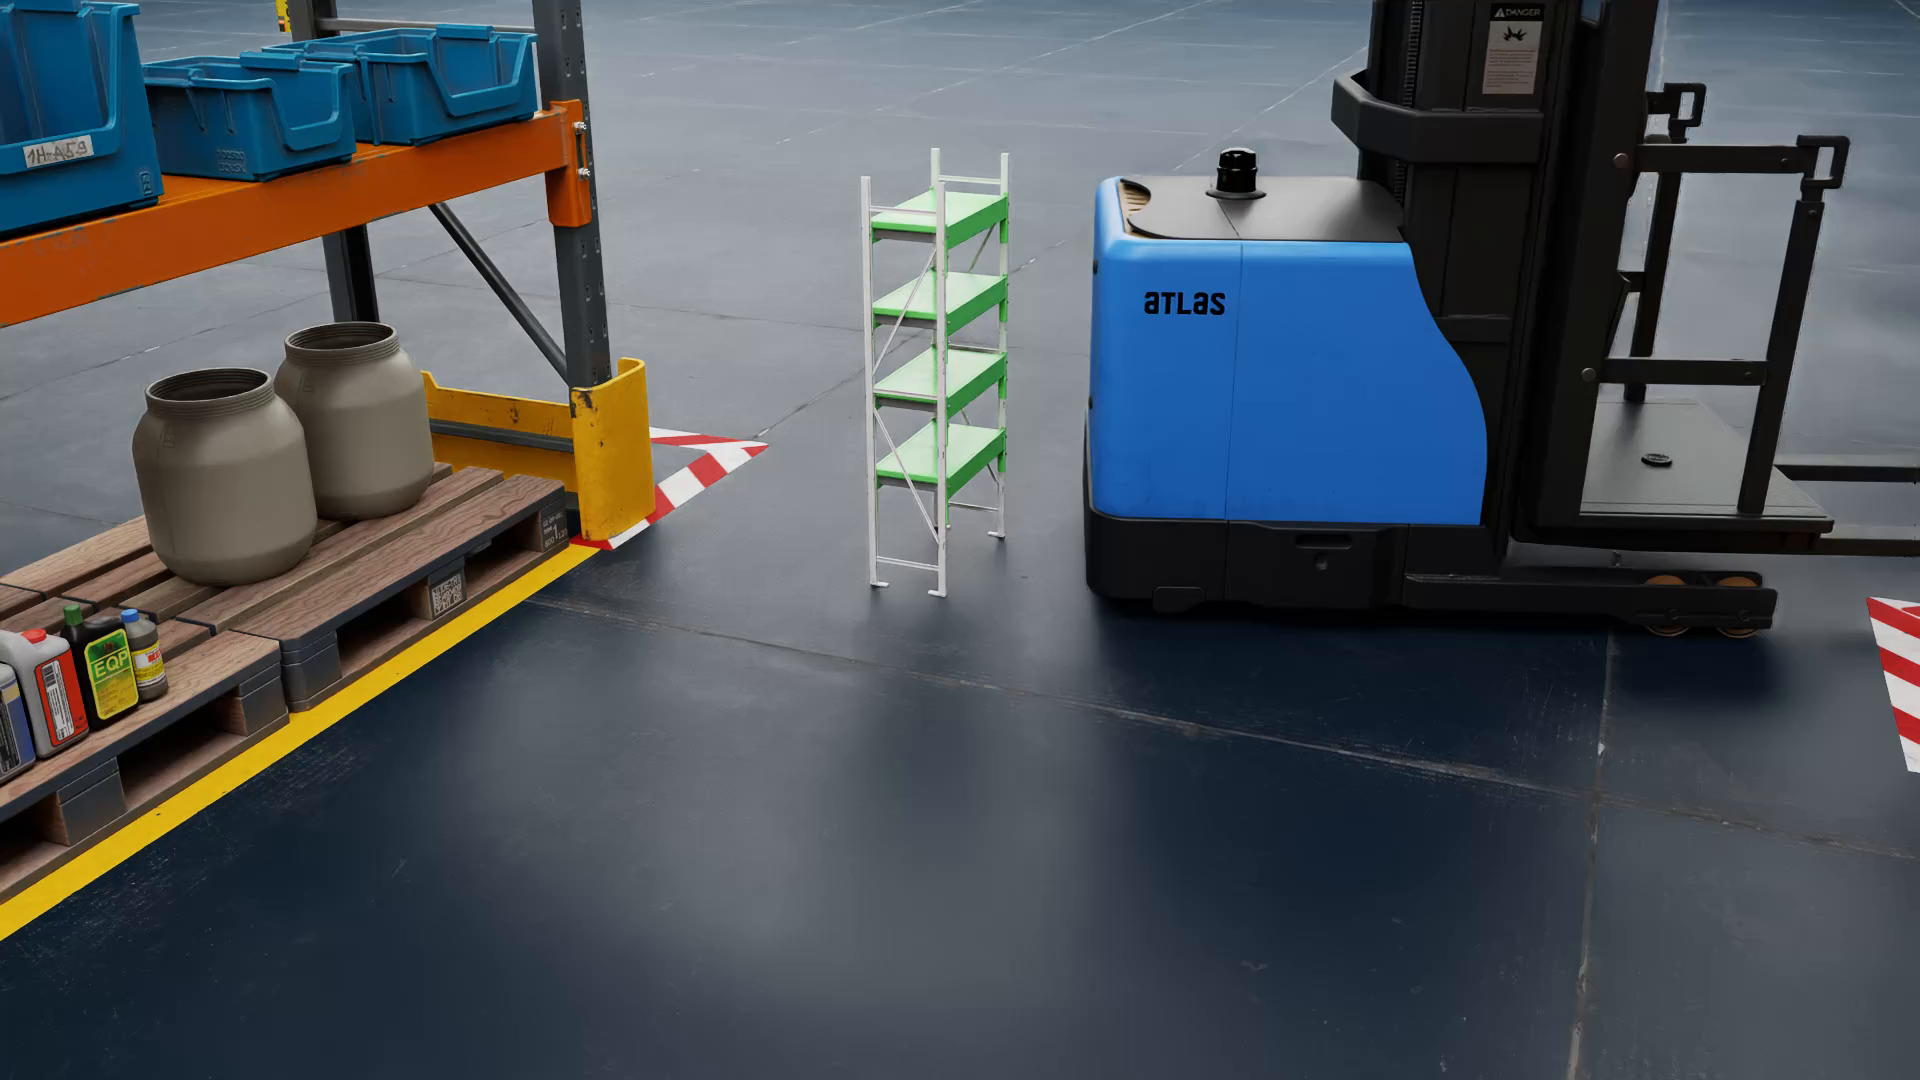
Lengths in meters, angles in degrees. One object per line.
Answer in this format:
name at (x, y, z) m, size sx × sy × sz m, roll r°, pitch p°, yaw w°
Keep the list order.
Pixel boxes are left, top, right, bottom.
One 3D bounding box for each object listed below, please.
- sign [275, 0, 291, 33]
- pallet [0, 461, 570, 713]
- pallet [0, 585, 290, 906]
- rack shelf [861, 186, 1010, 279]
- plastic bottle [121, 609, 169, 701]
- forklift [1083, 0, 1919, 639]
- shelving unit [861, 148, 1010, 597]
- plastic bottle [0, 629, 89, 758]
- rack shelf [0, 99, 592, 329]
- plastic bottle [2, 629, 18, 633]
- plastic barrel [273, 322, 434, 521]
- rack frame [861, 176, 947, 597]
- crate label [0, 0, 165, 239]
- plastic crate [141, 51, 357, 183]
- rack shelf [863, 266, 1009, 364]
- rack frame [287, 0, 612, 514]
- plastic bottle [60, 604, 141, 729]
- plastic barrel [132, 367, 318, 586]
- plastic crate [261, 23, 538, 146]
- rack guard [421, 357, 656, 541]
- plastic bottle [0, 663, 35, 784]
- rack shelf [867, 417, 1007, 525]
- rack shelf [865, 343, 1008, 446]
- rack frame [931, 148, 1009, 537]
sign at (-2.116, -1.760, 5.213) m, size 0.100 × 0.325 × 0.005 m, roll 9°, pitch 24°, yaw 20°
pallet at (-1.898, 0.059, 4.836) m, size 1.003 × 0.211 × 1.213 m, roll 9°, pitch 24°, yaw 20°
pallet at (-2.353, 0.494, 3.794) m, size 1.003 × 0.211 × 1.213 m, roll 9°, pitch 24°, yaw 20°
rack shelf at (-0.062, -0.878, 4.717) m, size 0.258 × 0.148 × 0.480 m, roll 9°, pitch 24°, yaw 20°
plastic bottle at (-1.882, 0.256, 3.805) m, size 0.097 × 0.201 × 0.097 m, roll 0°, pitch 23°, yaw 0°
forklift at (1.899, -1.292, 4.541) m, size 3.031 × 2.935 × 1.130 m, roll 1°, pitch 23°, yaw 3°
shelving unit at (-0.062, -0.494, 4.877) m, size 0.258 × 1.200 × 0.503 m, roll 9°, pitch 24°, yaw 20°
plastic bottle at (-2.001, 0.308, 3.584) m, size 0.152 × 0.276 × 0.135 m, roll 9°, pitch 24°, yaw 20°
rack shelf at (-2.350, -0.504, 3.499) m, size 1.077 × 0.370 × 4.000 m, roll 9°, pitch 24°, yaw 20°
plastic bottle at (-2.100, 0.290, 3.618) m, size 0.061 × 0.283 × 0.133 m, roll 9°, pitch 24°, yaw 20°
plastic barrel at (-1.780, -0.351, 4.882) m, size 0.421 × 0.512 × 0.421 m, roll 0°, pitch 23°, yaw 0°
rack frame at (-0.152, -0.407, 4.668) m, size 0.240 × 1.200 × 0.015 m, roll 9°, pitch 24°, yaw 20°
crate label at (-2.039, -0.871, 3.397) m, size 0.502 × 0.435 × 0.616 m, roll 9°, pitch 24°, yaw 20°
plastic crate at (-1.762, -1.030, 4.017) m, size 0.499 × 0.251 × 0.408 m, roll 9°, pitch 24°, yaw 20°
rack shelf at (-0.062, -0.657, 4.809) m, size 0.258 × 0.148 × 0.480 m, roll 9°, pitch 24°, yaw 20°
rack frame at (-1.607, -1.552, 5.074) m, size 1.000 × 3.000 × 0.127 m, roll 9°, pitch 24°, yaw 20°
plastic bottle at (-1.909, 0.263, 3.683) m, size 0.061 × 0.283 × 0.133 m, roll 9°, pitch 24°, yaw 21°
plastic barrel at (-1.967, -0.172, 4.453) m, size 0.421 × 0.512 × 0.421 m, roll 0°, pitch 23°, yaw 0°
plastic crate at (-1.515, -1.261, 4.571) m, size 0.499 × 0.251 × 0.616 m, roll 9°, pitch 24°, yaw 20°
rack guard at (-1.591, -0.365, 5.474) m, size 1.175 × 0.500 × 0.348 m, roll 9°, pitch 24°, yaw 20°
plastic bottle at (-2.053, 0.358, 3.465) m, size 0.152 × 0.276 × 0.135 m, roll 8°, pitch 24°, yaw 19°
rack shelf at (-0.061, -0.214, 4.994) m, size 0.258 × 0.148 × 0.480 m, roll 9°, pitch 24°, yaw 20°
rack shelf at (-0.062, -0.435, 4.902) m, size 0.258 × 0.148 × 0.480 m, roll 9°, pitch 24°, yaw 20°
rack frame at (0.029, -0.582, 5.086) m, size 0.240 × 1.200 × 0.015 m, roll 9°, pitch 24°, yaw 20°
